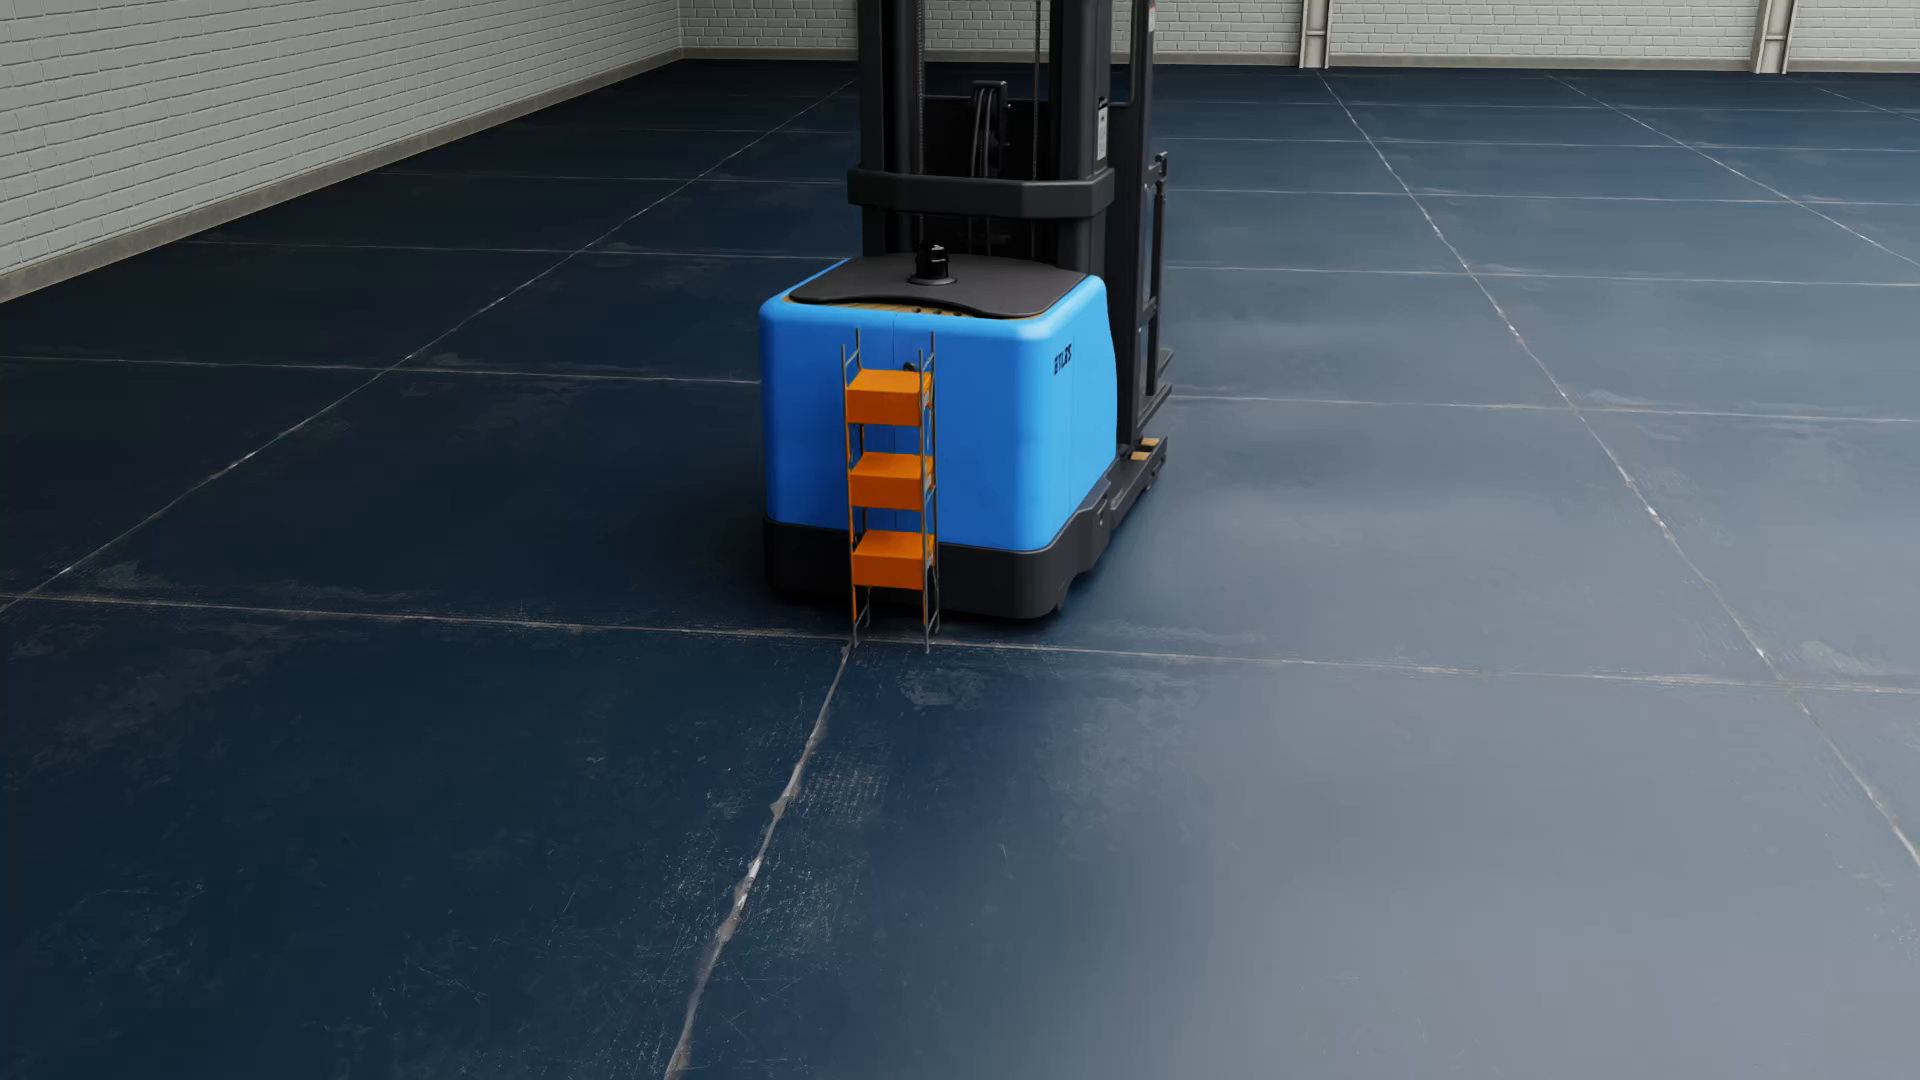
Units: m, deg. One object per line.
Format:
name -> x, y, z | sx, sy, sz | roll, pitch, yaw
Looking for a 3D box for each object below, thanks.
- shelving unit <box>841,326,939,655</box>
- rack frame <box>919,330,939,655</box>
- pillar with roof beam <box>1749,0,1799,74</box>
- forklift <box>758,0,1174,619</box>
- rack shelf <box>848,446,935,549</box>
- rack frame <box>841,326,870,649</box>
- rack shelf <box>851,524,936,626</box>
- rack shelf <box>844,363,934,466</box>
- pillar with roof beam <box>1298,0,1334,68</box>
shelving unit -> -0.217, -0.149, 5.375 | 0.252, 1.050, 0.215 | 4, 25, 10
rack frame -> -0.098, -0.141, 5.354 | 0.008, 1.050, 0.200 | 4, 25, 10
pillar with roof beam -> 10.328, -8.894, 16.698 | 0.400, 9.000, 9.100 | 2, 22, 6
forklift -> 0.256, -1.609, 6.523 | 1.130, 2.935, 3.031 | 7, 23, 17
rack shelf -> -0.217, -0.139, 5.380 | 0.240, 0.259, 0.215 | 4, 25, 10
rack frame -> -0.337, -0.158, 5.397 | 0.008, 1.050, 0.200 | 4, 25, 10
rack shelf -> -0.215, 0.114, 5.494 | 0.240, 0.259, 0.215 | 4, 25, 10
rack shelf -> -0.220, -0.398, 5.263 | 0.240, 0.259, 0.215 | 4, 25, 10
pillar with roof beam -> 4.370, -9.154, 17.355 | 0.400, 9.000, 9.100 | 2, 22, 6
